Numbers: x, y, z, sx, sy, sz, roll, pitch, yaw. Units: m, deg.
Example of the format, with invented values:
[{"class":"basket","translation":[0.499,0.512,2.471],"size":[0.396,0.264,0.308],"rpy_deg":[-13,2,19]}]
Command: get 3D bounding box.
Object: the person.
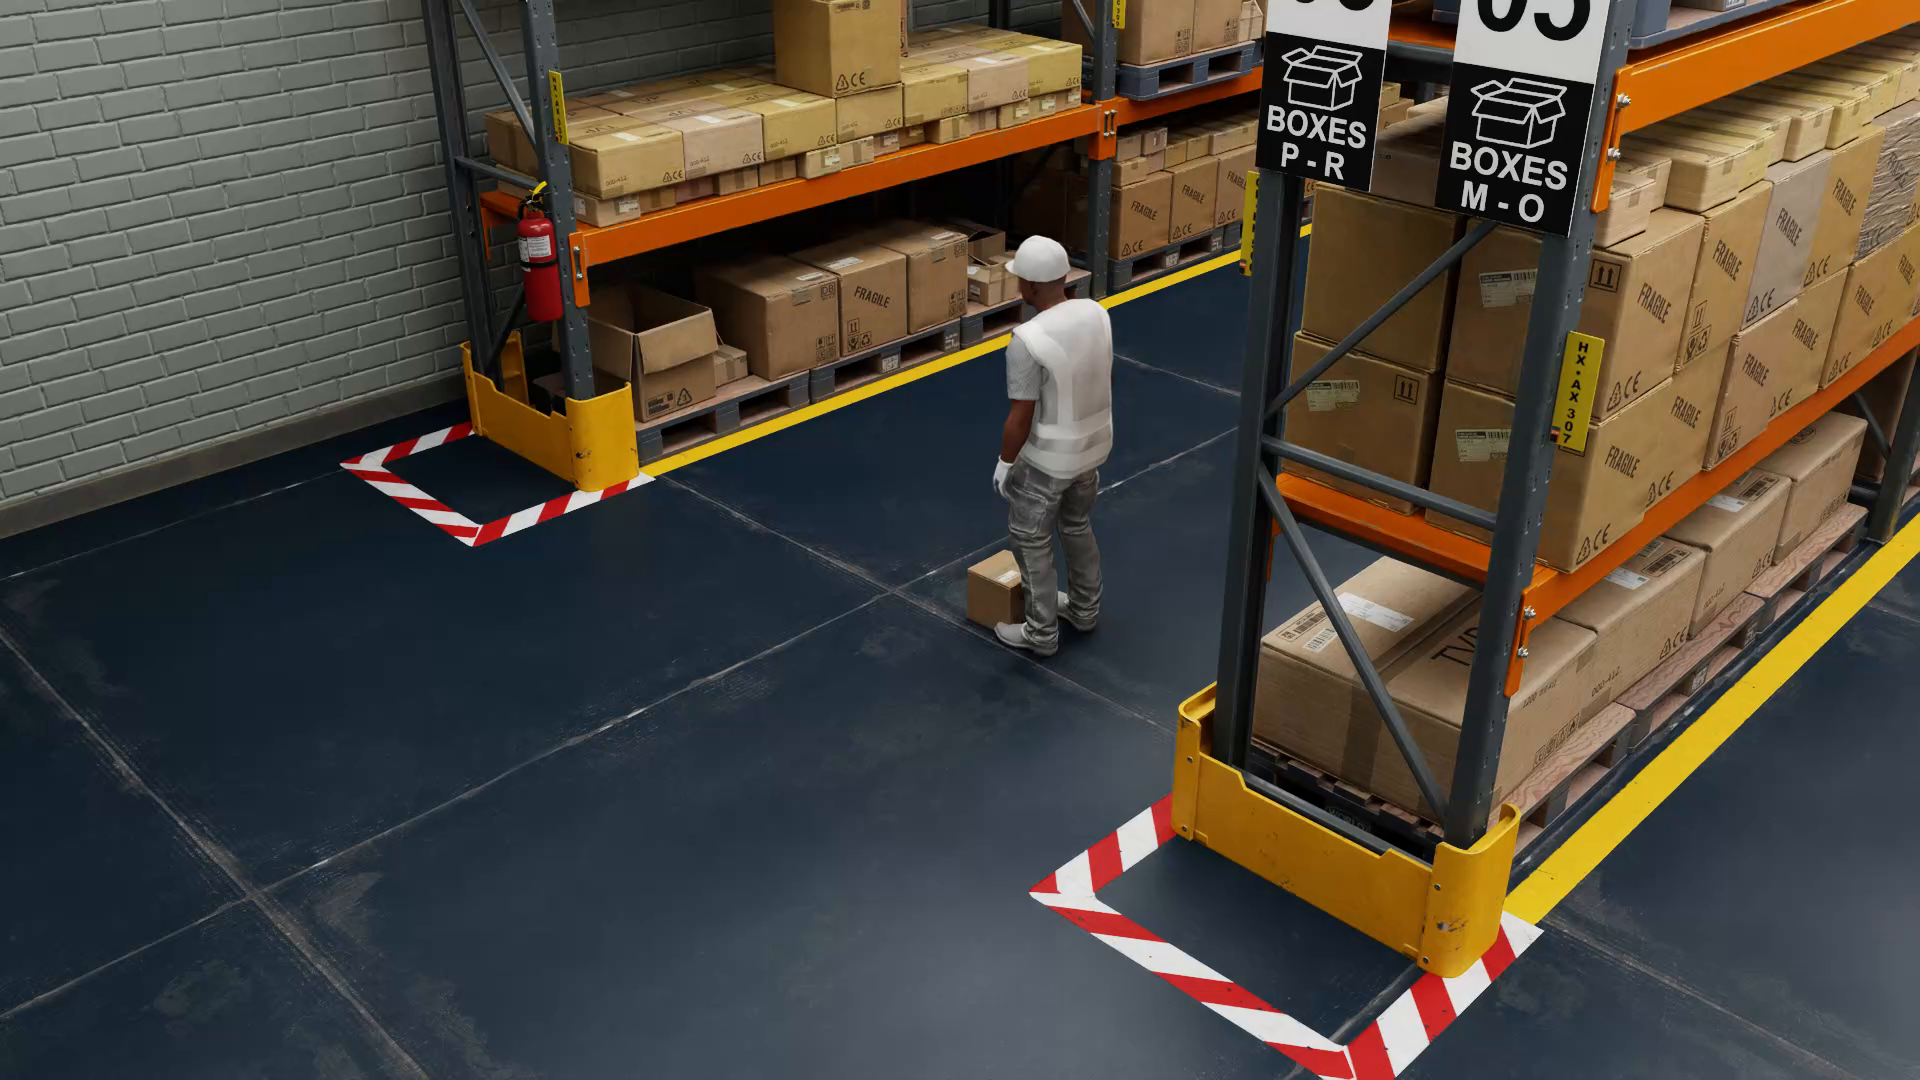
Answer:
[{"class":"person","translation":[0.379,-0.373,6.823],"size":[0.450,1.774,0.617],"rpy_deg":[24,36,38]}]
